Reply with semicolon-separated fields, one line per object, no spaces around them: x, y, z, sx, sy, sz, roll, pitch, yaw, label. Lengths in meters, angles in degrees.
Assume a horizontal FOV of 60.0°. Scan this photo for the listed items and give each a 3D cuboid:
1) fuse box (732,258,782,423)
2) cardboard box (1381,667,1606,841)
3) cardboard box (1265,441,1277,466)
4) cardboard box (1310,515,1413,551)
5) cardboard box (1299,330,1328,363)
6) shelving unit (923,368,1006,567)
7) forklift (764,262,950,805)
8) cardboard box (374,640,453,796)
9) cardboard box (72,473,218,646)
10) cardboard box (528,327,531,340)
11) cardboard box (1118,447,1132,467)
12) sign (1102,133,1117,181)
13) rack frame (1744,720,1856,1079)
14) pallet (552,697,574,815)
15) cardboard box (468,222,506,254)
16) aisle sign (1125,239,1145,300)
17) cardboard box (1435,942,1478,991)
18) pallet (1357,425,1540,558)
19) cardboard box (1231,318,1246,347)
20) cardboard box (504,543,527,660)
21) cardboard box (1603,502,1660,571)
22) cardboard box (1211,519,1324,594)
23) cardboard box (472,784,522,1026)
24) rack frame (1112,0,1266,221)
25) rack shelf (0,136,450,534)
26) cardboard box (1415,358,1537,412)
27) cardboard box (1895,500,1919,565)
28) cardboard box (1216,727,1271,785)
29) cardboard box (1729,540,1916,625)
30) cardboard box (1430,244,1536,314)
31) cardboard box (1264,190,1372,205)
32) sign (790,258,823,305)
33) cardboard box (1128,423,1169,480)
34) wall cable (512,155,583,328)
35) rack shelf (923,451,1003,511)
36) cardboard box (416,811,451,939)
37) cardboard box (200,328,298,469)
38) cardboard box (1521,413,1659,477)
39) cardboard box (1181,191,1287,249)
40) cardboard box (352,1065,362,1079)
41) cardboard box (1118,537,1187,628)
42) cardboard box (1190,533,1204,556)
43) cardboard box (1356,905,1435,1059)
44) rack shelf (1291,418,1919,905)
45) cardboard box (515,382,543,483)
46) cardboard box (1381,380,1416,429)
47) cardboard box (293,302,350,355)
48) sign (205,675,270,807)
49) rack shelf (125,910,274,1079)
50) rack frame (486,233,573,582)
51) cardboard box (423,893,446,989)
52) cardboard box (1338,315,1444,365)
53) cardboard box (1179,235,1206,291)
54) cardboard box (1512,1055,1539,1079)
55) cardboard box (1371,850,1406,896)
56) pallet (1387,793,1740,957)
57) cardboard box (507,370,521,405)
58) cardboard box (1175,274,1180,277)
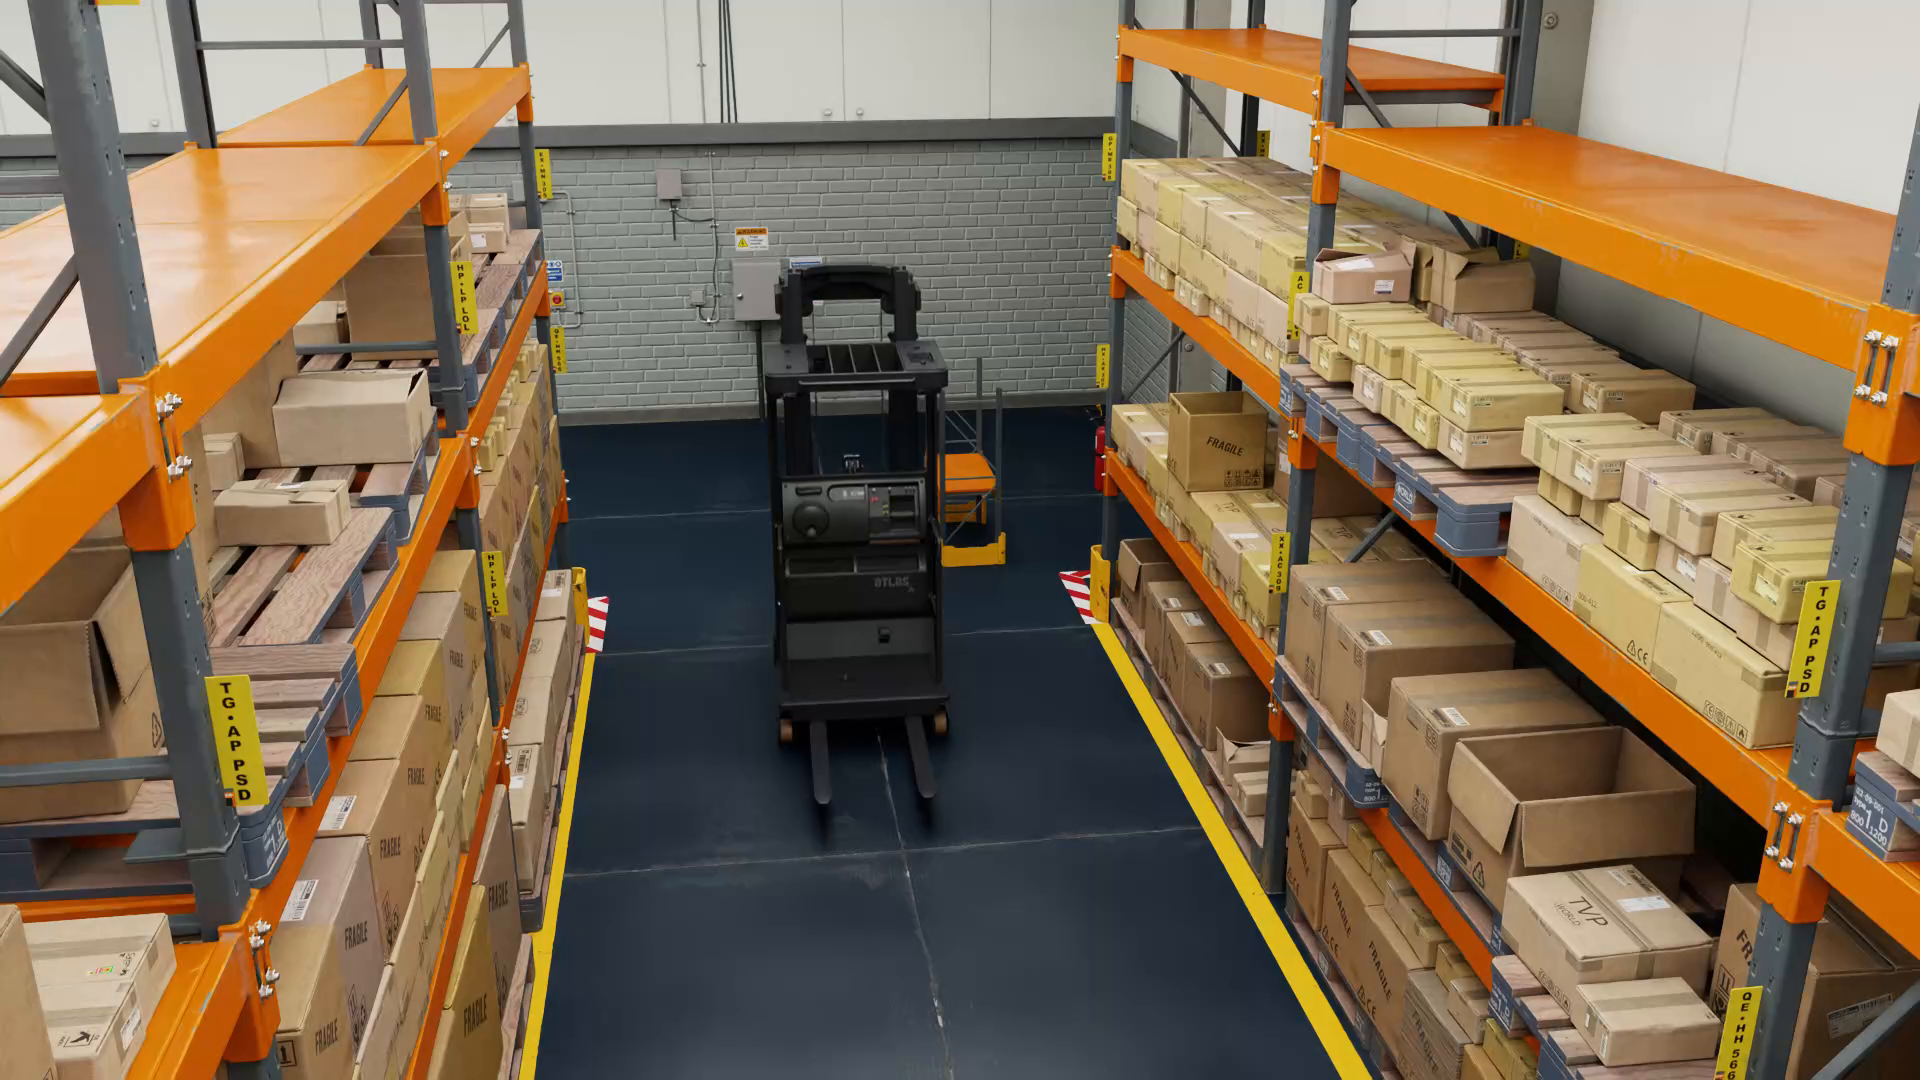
-2.062;-2.043;17.314;0.539;1.711;0.414;-3;21;-8;fuse box
2.198;0.880;6.905;0.700;0.500;0.500;-3;21;-8;cardboard box
2.054;-0.464;11.036;0.500;0.250;0.500;-2;21;-6;cardboard box
2.279;0.066;9.616;0.500;0.250;0.500;-3;21;-8;cardboard box
1.812;-0.914;7.780;0.380;0.149;0.250;-3;21;-7;cardboard box
0.011;-0.676;13.957;0.587;1.500;1.083;-3;21;-8;shelving unit
-0.659;-0.184;10.593;1.130;2.935;3.031;-2;21;-6;forklift
-2.301;0.727;6.484;0.500;0.500;0.500;-2;21;-6;cardboard box
-2.503;0.148;4.577;0.700;0.500;0.500;-4;21;-10;cardboard box
-3.076;-1.345;11.105;0.380;0.149;0.250;-3;21;-7;cardboard box
1.361;-0.646;12.092;0.380;0.149;0.250;-3;21;-8;cardboard box
1.049;-2.679;11.639;0.100;0.325;0.005;-3;21;-8;sign
2.739;1.878;4.974;1.000;3.000;0.127;-3;21;-8;rack frame
-2.961;1.361;10.345;1.003;0.211;1.213;-3;21;-8;pallet
-3.032;-1.878;10.362;0.380;0.149;0.250;-5;21;-12;cardboard box
1.285;-2.118;11.959;0.394;0.787;0.004;-3;21;-8;aisle sign
2.268;1.842;7.116;0.380;0.149;0.250;-3;21;-8;cardboard box
2.339;-0.235;6.615;1.213;0.211;1.003;-3;21;-8;pallet
1.725;-1.167;9.200;0.380;0.149;0.250;-3;21;-8;cardboard box
-2.626;0.348;8.928;0.500;0.500;0.500;-3;21;-7;cardboard box
2.340;-0.021;5.416;0.380;0.149;0.250;-3;21;-8;cardboard box
1.760;0.088;9.558;0.500;0.250;0.500;-3;21;-8;cardboard box
-2.581;1.754;7.743;0.875;0.875;0.875;-2;21;-6;cardboard box
1.585;-3.702;11.340;1.000;3.000;0.127;-3;21;-8;rack frame
-2.461;-0.848;5.300;1.077;0.370;4.000;-3;21;-8;rack shelf
2.025;-0.609;6.537;0.380;0.149;0.250;-3;21;-7;cardboard box
2.951;-0.013;4.972;0.380;0.149;0.250;-3;21;-7;cardboard box
1.740;1.276;9.895;0.396;0.266;0.258;-2;21;-6;cardboard box
2.396;0.113;4.632;0.380;0.149;0.250;-2;21;-6;cardboard box
2.345;-1.179;7.471;0.396;0.266;0.258;-3;21;-8;cardboard box
2.130;-1.928;9.952;0.500;0.250;0.500;-3;21;-8;cardboard box
-1.603;-2.698;17.364;0.329;0.494;0.001;-3;21;-8;sign
1.457;-0.615;11.440;0.500;0.250;0.500;-3;21;-7;cardboard box
-4.162;-3.082;16.757;0.585;1.953;0.123;-3;21;-8;wall cable
0.012;-0.505;14.012;0.538;0.185;1.000;-3;21;-8;rack shelf
-2.194;1.250;6.157;0.500;0.250;0.500;-3;21;-7;cardboard box
-2.909;-0.584;6.536;0.500;0.500;0.500;-3;21;-9;cardboard box
2.209;-0.336;5.835;0.380;0.149;0.250;-3;21;-8;cardboard box
1.625;-1.907;9.898;0.500;0.250;0.500;-2;21;-6;cardboard box
-2.001;1.778;4.742;0.500;0.250;0.500;-3;21;-8;cardboard box
1.580;0.298;12.174;0.797;0.503;0.637;-4;21;-10;cardboard box
1.661;-0.022;10.420;0.380;0.149;0.250;-3;21;-8;cardboard box
2.163;2.003;7.612;0.500;0.500;0.500;-4;21;-9;cardboard box
2.450;0.118;6.429;1.077;0.370;4.000;-3;21;-8;rack shelf
-2.848;-0.649;10.170;0.500;0.500;0.500;-3;21;-8;cardboard box
1.961;-0.561;6.833;0.380;0.149;0.250;-3;21;-8;cardboard box
-3.158;-1.046;7.965;0.396;0.266;0.258;-2;21;-6;cardboard box
-1.635;0.456;3.756;0.100;0.325;0.005;-3;21;-8;sign
-1.884;1.754;2.047;1.077;0.370;4.000;-3;21;-8;rack shelf
-3.326;-0.640;11.716;1.000;3.000;0.127;-3;21;-8;rack frame
-2.230;1.489;6.232;0.500;0.250;0.500;-3;21;-8;cardboard box
1.875;-0.873;7.243;0.380;0.149;0.250;-3;21;-9;cardboard box
1.632;-1.668;9.970;0.500;0.250;0.500;-3;21;-9;cardboard box
2.359;2.111;6.398;0.380;0.149;0.250;-2;21;-6;cardboard box
2.168;1.576;7.829;0.380;0.149;0.250;-3;21;-9;cardboard box
2.454;1.295;6.810;1.003;0.211;1.213;-3;21;-8;pallet
-2.838;-0.906;9.929;0.380;0.149;0.250;-2;21;-6;cardboard box
1.561;-1.613;10.395;0.380;0.149;0.250;-3;21;-8;cardboard box
